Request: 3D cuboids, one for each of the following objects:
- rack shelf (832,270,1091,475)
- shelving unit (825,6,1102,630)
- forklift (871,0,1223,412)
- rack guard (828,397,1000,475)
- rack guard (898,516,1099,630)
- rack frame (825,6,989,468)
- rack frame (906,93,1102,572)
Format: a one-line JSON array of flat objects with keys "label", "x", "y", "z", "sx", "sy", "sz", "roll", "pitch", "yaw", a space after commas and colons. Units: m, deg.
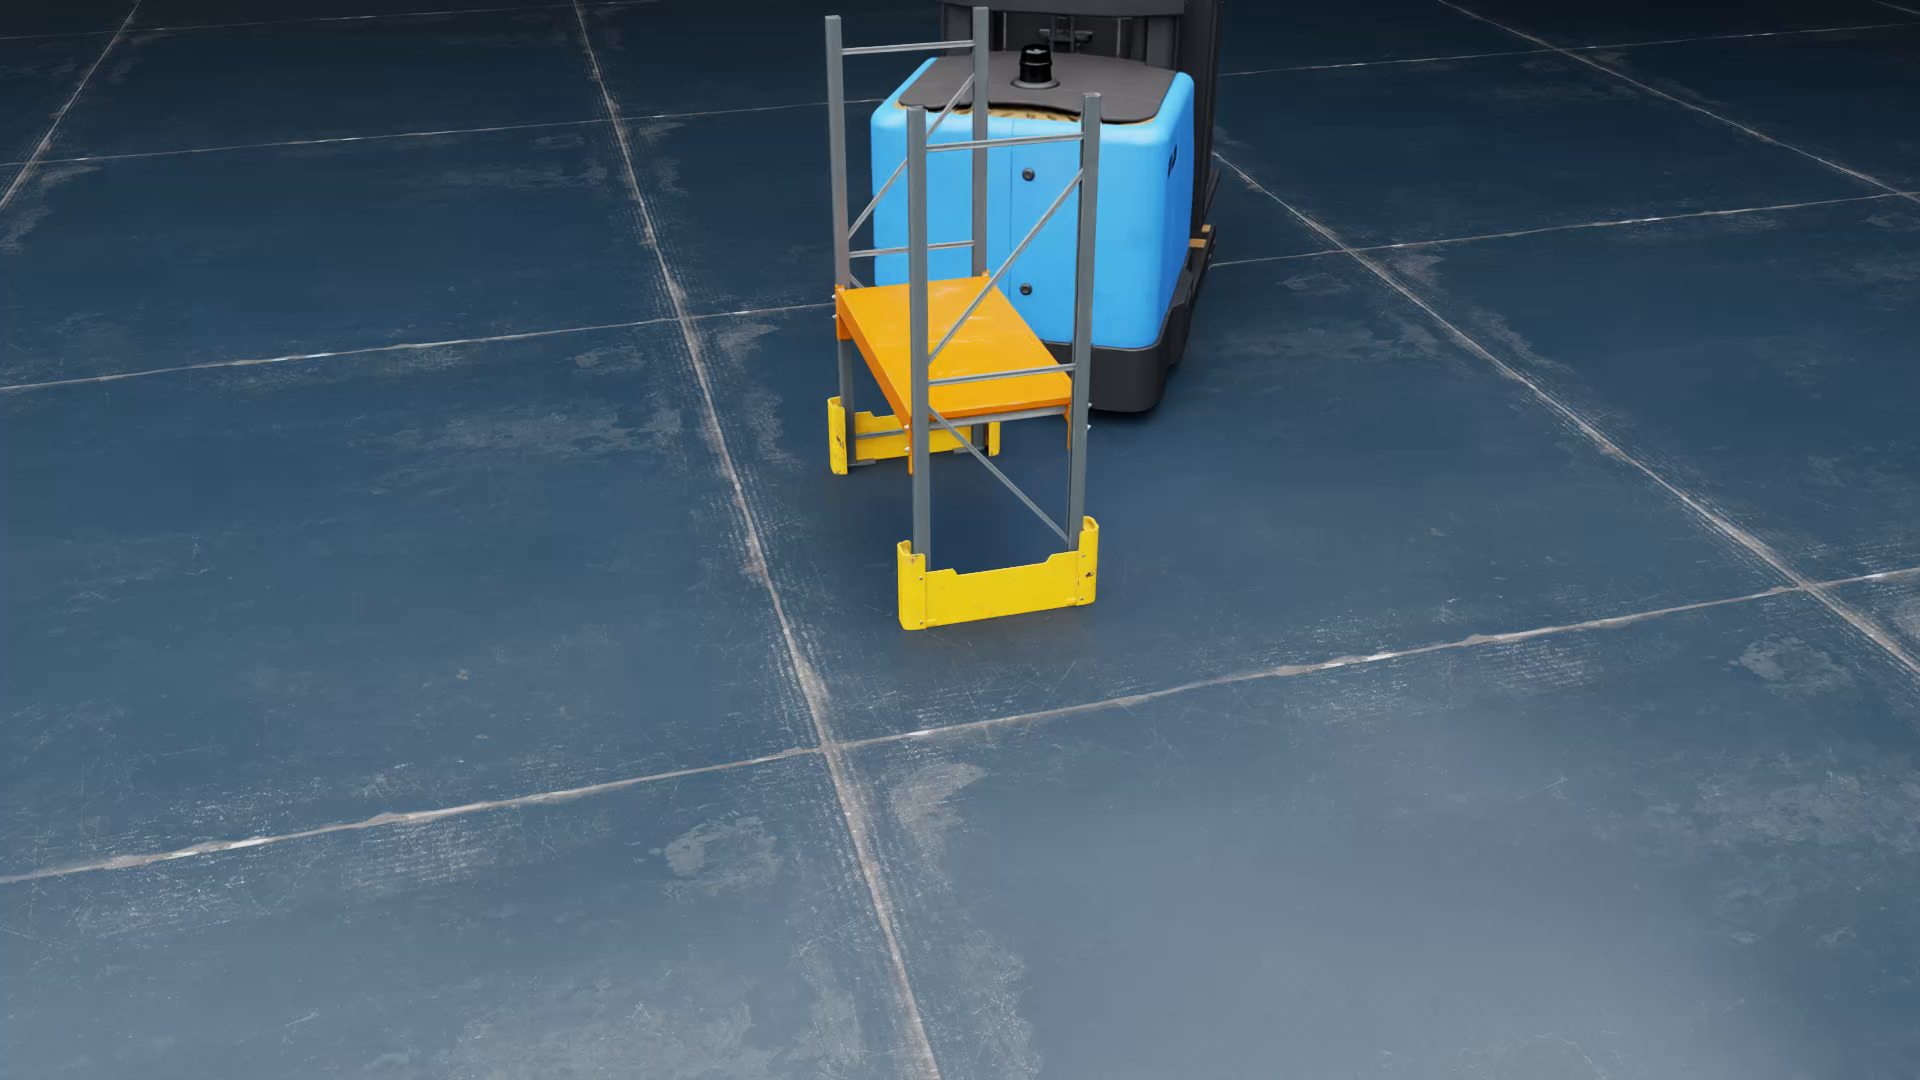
[{"label": "rack shelf", "x": -0.023, "y": -0.535, "z": 5.036, "sx": 0.538, "sy": 0.185, "sz": 1.000, "roll": -8, "pitch": 31, "yaw": -13}, {"label": "shelving unit", "x": -0.020, "y": -0.686, "z": 4.938, "sx": 0.587, "sy": 1.500, "sz": 1.083, "roll": -8, "pitch": 31, "yaw": -13}, {"label": "forklift", "x": 0.521, "y": -2.445, "z": 6.548, "sx": 1.130, "sy": 2.935, "sz": 3.031, "roll": 7, "pitch": 31, "yaw": 12}, {"label": "rack guard", "x": -0.152, "y": -0.386, "z": 5.667, "sx": 0.587, "sy": 0.250, "sz": 0.087, "roll": -8, "pitch": 31, "yaw": -13}, {"label": "rack guard", "x": 0.112, "y": 0.096, "z": 4.835, "sx": 0.587, "sy": 0.250, "sz": 0.087, "roll": -8, "pitch": 31, "yaw": -13}, {"label": "rack frame", "x": -0.158, "y": -0.936, "z": 5.370, "sx": 0.500, "sy": 1.500, "sz": 0.032, "roll": -8, "pitch": 31, "yaw": -13}, {"label": "rack frame", "x": 0.112, "y": -0.445, "z": 4.521, "sx": 0.500, "sy": 1.500, "sz": 0.032, "roll": -8, "pitch": 31, "yaw": -13}]
